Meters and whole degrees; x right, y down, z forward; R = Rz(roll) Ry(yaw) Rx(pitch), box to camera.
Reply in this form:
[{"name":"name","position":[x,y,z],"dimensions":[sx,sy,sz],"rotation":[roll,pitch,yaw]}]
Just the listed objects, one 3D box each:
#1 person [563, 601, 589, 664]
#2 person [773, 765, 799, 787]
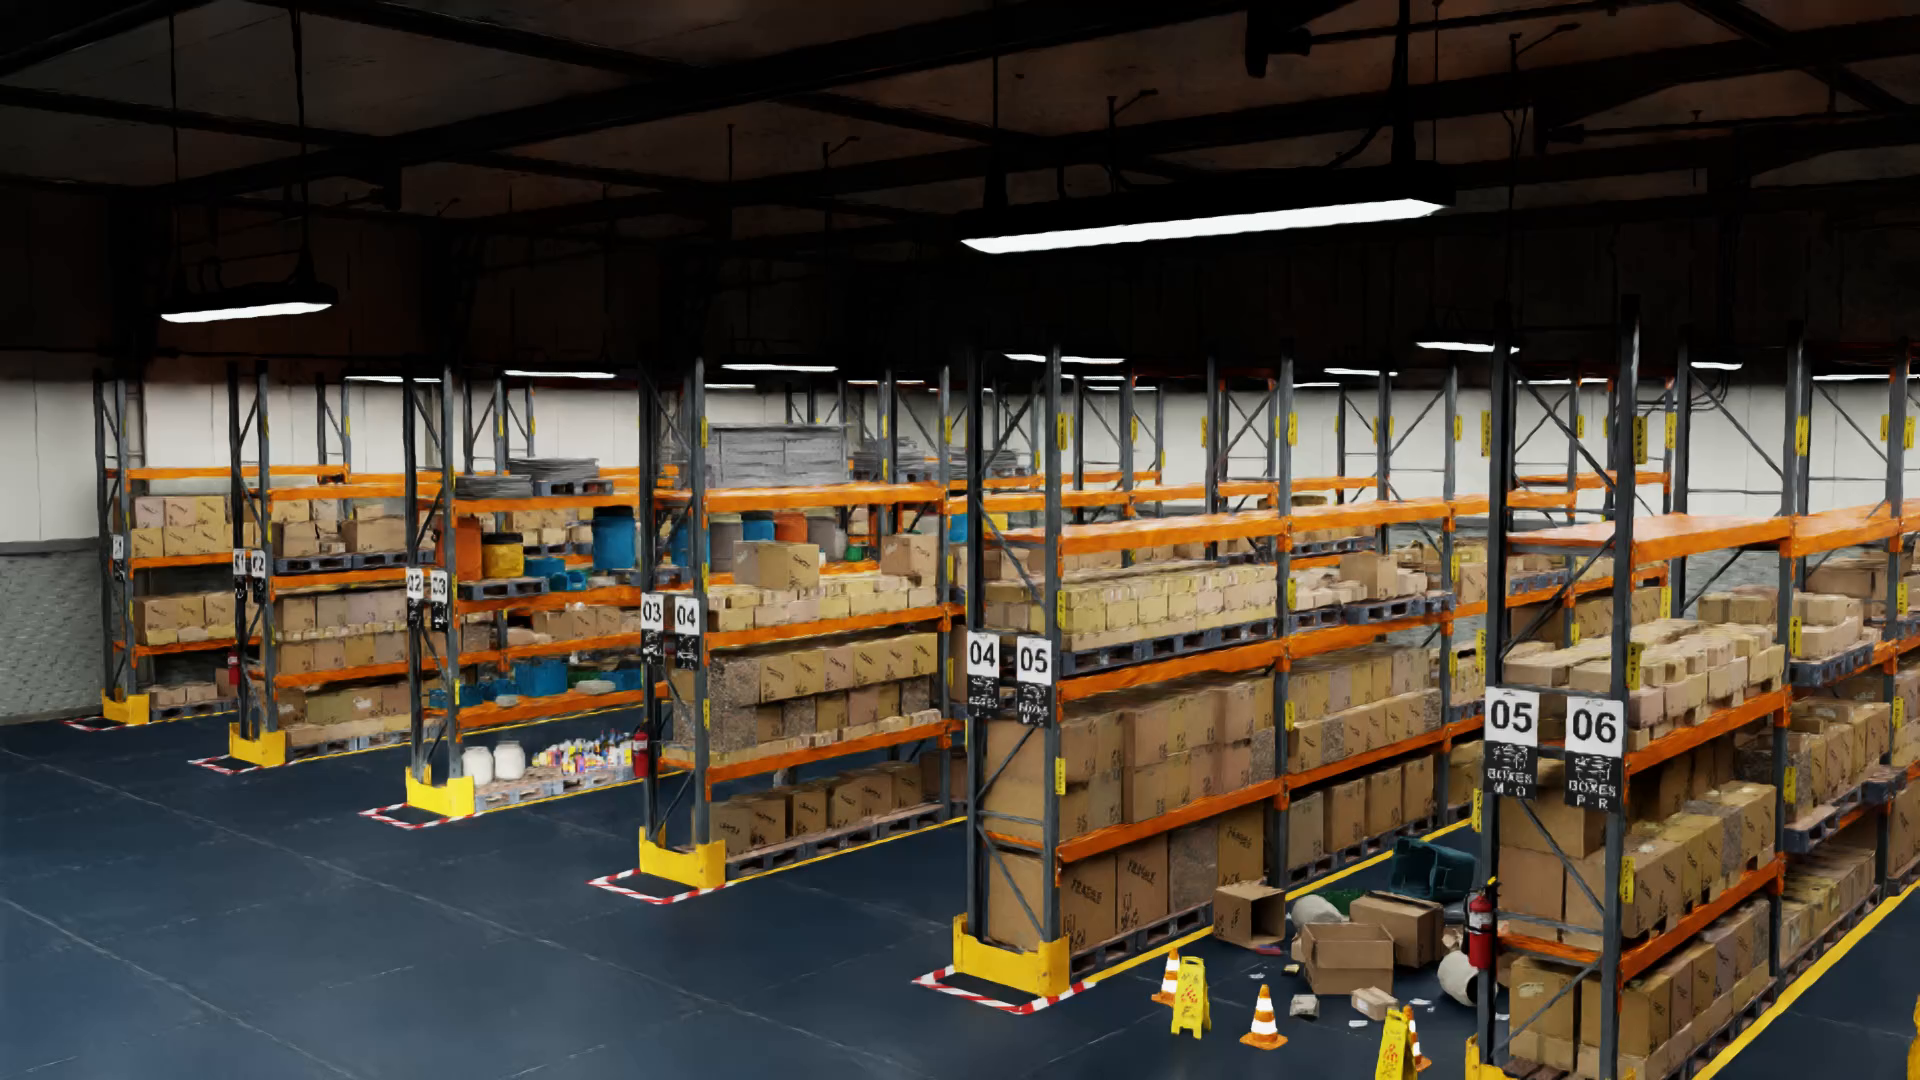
[{"name":"person","position":[-7.777,1.829,33.463],"dimensions":[0.528,1.727,1.032],"rotation":[3,5,33]},{"name":"person","position":[-2.344,2.607,23.045],"dimensions":[0.462,1.723,0.588],"rotation":[1,4,12]}]
